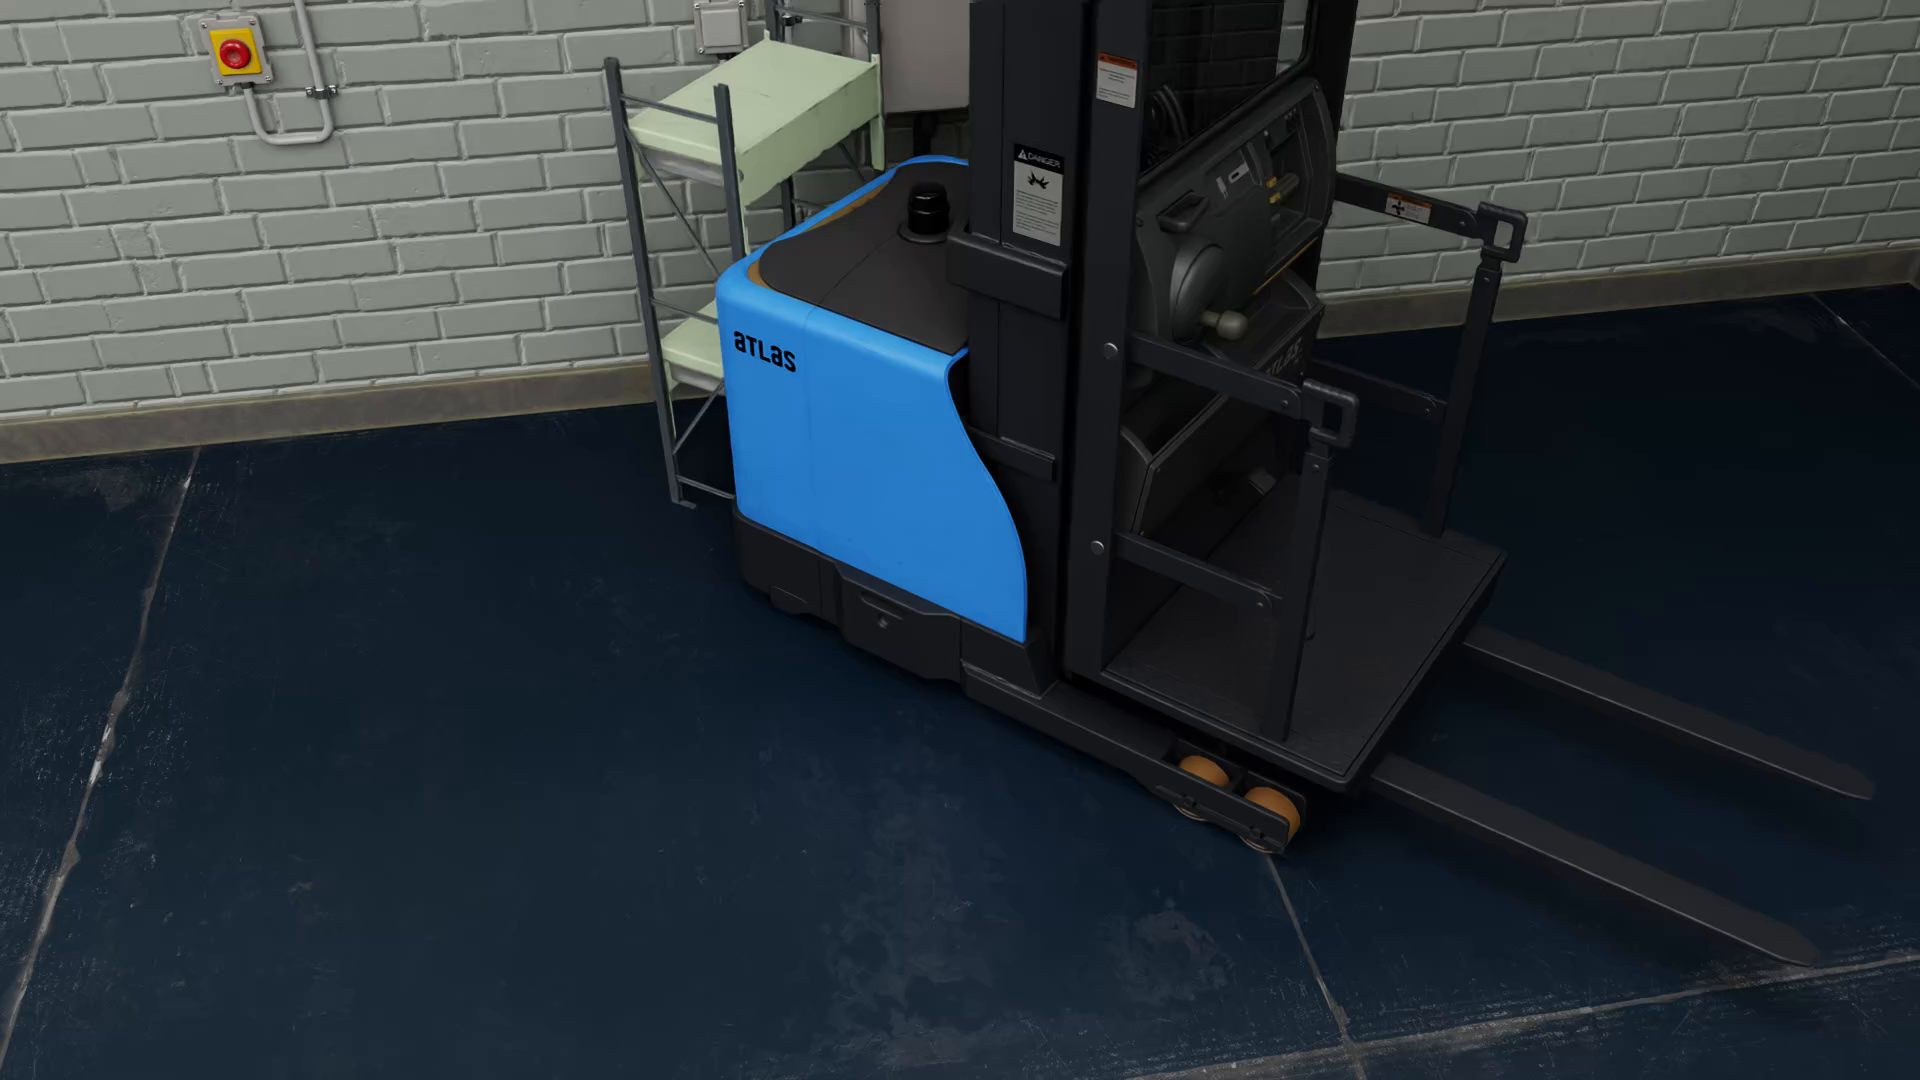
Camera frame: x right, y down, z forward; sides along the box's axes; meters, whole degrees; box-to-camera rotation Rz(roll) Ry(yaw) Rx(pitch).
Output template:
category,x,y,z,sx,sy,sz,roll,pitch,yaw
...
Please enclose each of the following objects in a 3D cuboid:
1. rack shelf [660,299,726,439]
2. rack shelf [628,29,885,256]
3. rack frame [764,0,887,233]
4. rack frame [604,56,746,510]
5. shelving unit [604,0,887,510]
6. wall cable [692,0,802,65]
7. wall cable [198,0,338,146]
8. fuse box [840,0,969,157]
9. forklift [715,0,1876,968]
category,x,y,z,sx,sy,sz,roll,pitch,yaw
rack shelf,-0.582,-0.599,5.316,0.431,0.370,0.720,19,43,23
rack shelf,-0.592,-1.158,4.868,0.431,0.370,0.720,19,43,23
rack frame,-0.403,-1.054,5.358,0.400,1.500,0.023,19,43,23
rack frame,-0.770,-0.653,4.867,0.400,1.500,0.023,19,43,23
shelving unit,-0.586,-0.854,5.112,0.431,1.500,0.755,19,43,23
wall cable,-0.771,-2.094,4.672,0.588,1.984,0.122,-6,38,-8
wall cable,-2.166,-1.946,4.457,0.585,1.953,0.123,-6,38,-8
fuse box,-0.072,-1.162,5.351,0.539,1.711,0.414,-6,38,-8
forklift,0.830,-0.737,3.809,3.031,2.935,1.130,23,43,27
